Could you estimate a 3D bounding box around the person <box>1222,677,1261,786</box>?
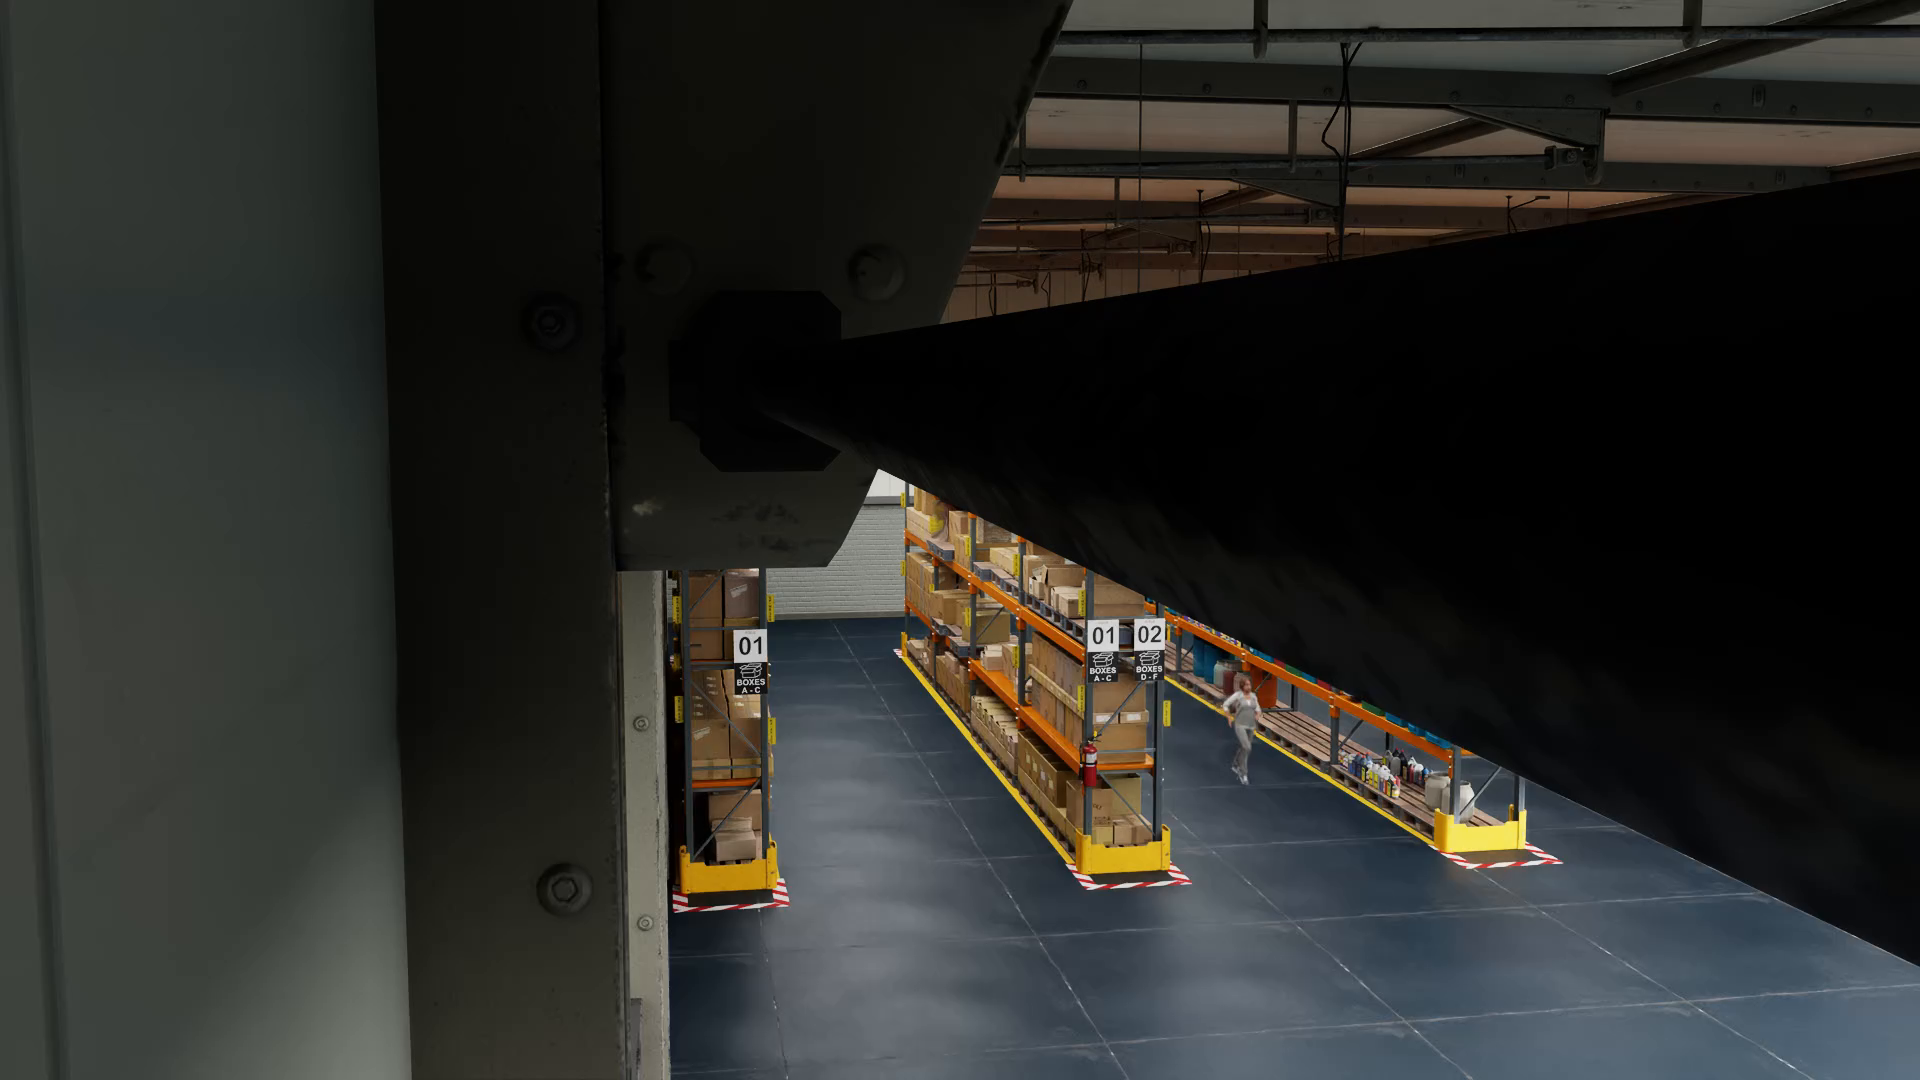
[{"bbox_3d":[4.336,2.904,25.389,0.503,1.644,0.710,-3,7,-25],"label":"person"}]
